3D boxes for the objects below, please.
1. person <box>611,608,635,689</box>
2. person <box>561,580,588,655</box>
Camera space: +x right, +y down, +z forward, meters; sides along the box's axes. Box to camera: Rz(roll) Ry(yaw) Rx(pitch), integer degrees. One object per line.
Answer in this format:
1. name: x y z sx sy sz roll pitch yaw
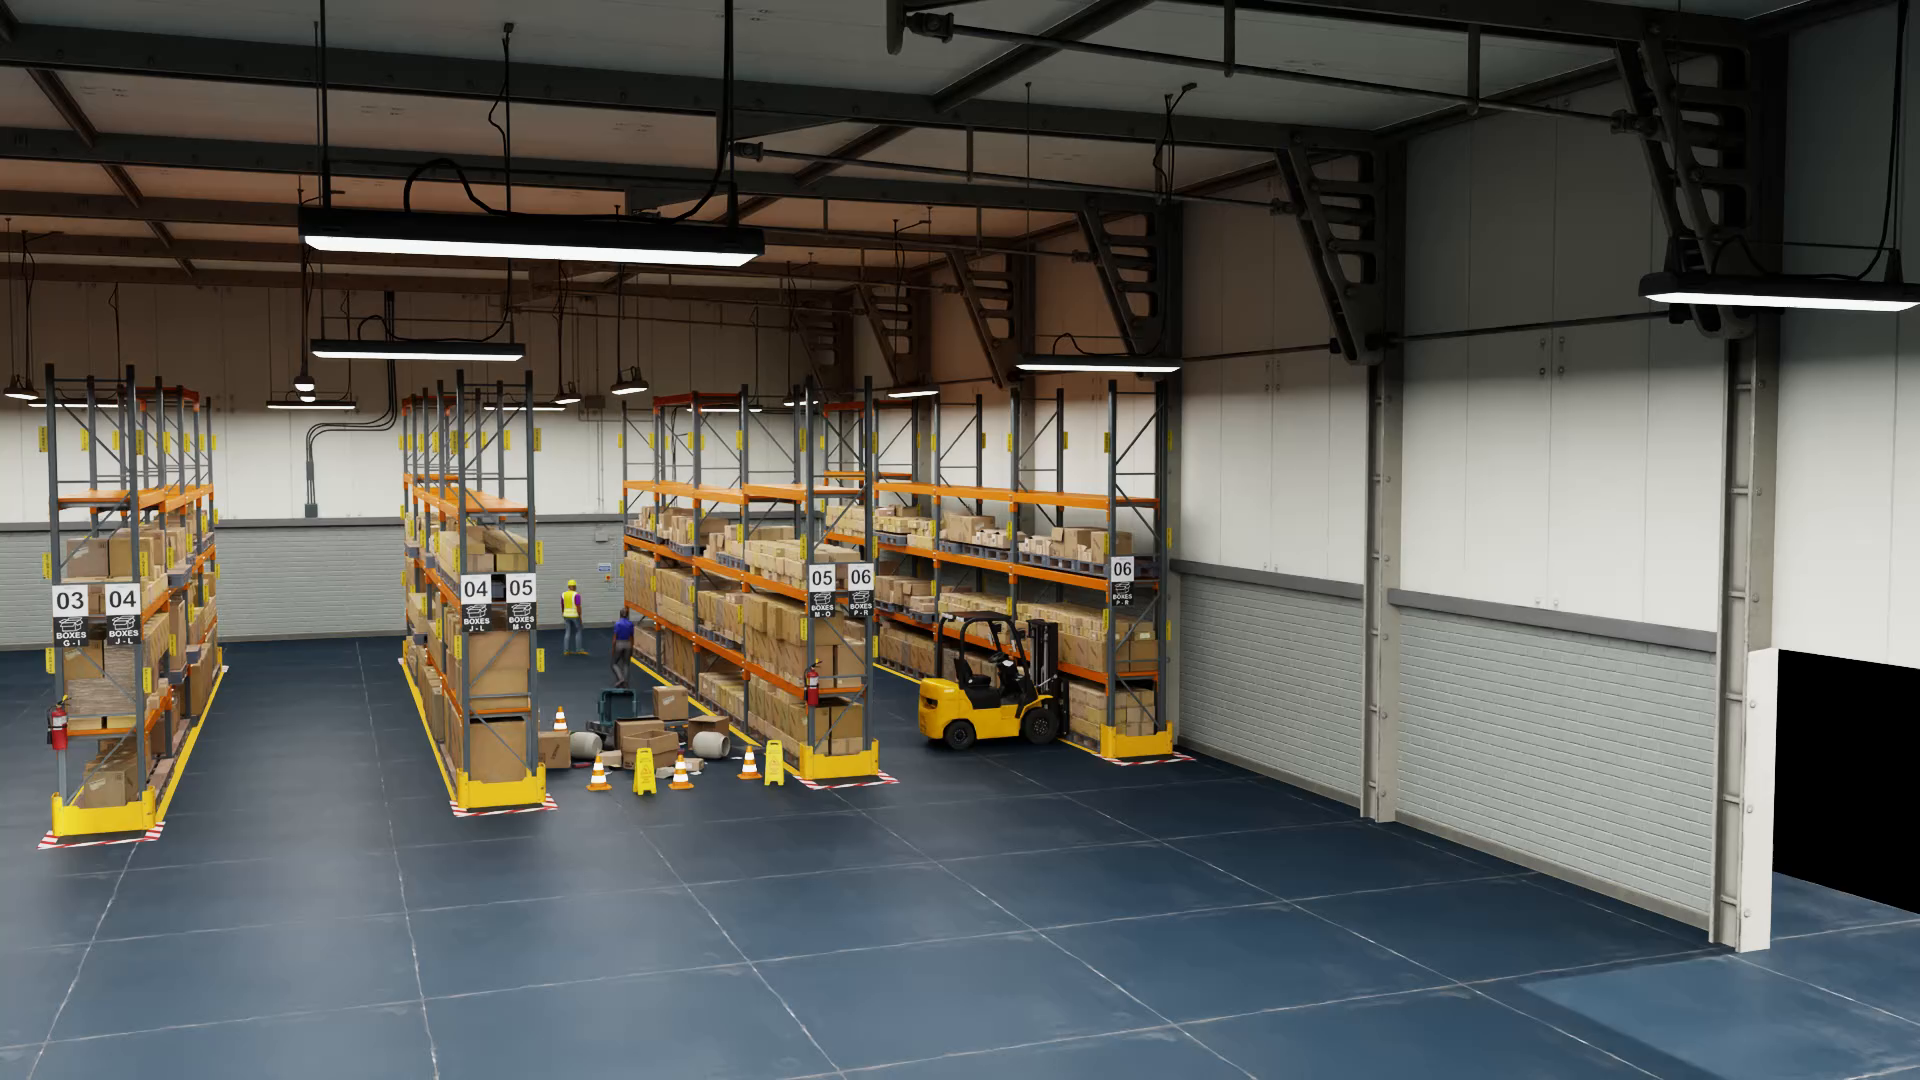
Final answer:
1. person: -6.800 2.203 33.624 0.491 1.656 0.449 -2 4 -32
2. person: -9.126 1.835 39.254 0.627 1.802 0.581 2 4 25
